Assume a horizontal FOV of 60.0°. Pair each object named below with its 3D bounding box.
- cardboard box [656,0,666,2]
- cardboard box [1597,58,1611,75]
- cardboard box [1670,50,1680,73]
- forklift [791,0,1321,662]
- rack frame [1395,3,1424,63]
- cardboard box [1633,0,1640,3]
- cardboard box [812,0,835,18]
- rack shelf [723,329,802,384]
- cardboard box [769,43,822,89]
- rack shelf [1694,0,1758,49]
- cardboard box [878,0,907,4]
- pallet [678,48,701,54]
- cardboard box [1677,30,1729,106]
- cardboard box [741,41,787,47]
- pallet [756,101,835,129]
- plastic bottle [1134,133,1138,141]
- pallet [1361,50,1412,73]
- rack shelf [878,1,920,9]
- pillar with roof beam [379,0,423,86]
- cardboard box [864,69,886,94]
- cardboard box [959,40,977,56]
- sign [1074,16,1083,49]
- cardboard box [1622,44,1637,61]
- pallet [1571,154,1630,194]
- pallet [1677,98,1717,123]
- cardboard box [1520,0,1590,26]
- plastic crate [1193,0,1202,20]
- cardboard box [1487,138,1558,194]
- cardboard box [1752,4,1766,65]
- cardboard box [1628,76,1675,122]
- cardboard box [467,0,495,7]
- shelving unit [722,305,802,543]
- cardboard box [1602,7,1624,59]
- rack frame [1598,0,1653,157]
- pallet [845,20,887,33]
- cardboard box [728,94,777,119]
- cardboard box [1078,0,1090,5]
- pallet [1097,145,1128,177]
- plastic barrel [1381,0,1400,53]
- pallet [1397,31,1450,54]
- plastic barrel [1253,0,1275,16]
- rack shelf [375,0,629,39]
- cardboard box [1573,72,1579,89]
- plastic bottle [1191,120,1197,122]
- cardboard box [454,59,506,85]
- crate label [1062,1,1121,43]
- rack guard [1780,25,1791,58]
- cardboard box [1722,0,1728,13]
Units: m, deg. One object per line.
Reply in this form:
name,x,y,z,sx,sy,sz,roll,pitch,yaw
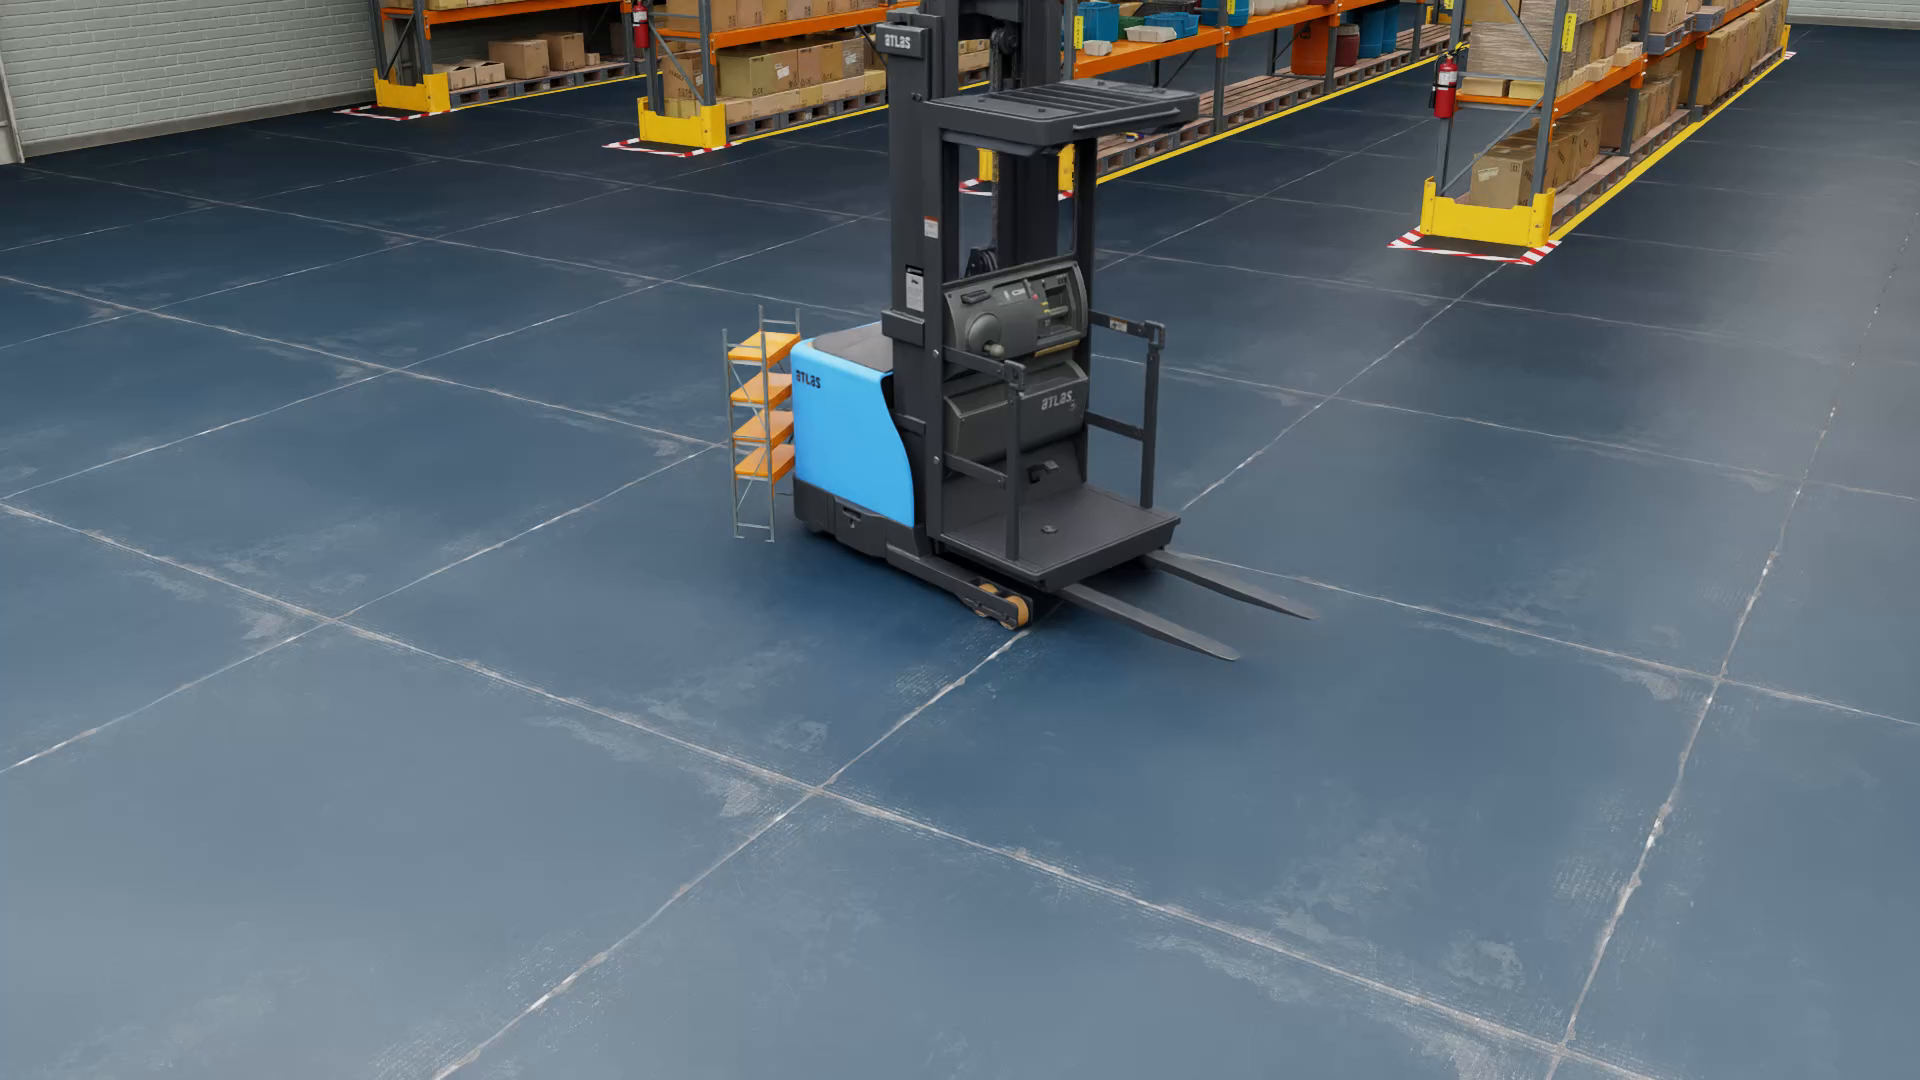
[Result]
cardboard box,-4.659,-8.698,27.216,0.500,0.250,0.500,13,27,27
cardboard box,6.424,-4.855,17.006,0.380,0.149,0.250,14,27,29
cardboard box,8.873,-6.124,21.270,0.500,0.250,0.500,15,28,31
forklift,0.435,-1.131,8.172,1.130,2.935,3.031,-20,31,-39
rack frame,7.103,-9.346,27.063,1.000,3.000,0.127,14,27,29
cardboard box,6.825,-5.871,17.276,0.500,0.500,0.500,14,27,29
cardboard box,-2.092,-7.232,22.054,0.700,0.500,0.500,14,27,30
rack shelf,-1.071,-1.006,9.074,0.258,0.148,0.480,7,24,15
cardboard box,-2.168,-6.250,21.900,0.500,0.500,0.500,14,27,29
rack shelf,10.256,-7.303,23.249,1.077,0.370,4.000,14,27,29
cardboard box,-1.100,-7.792,23.661,0.500,0.250,0.500,16,28,32
pallet,-4.481,-8.119,27.738,1.003,0.211,1.213,14,27,29
cardboard box,9.583,-6.404,22.413,1.225,0.875,0.875,12,26,27
cardboard box,-2.623,-6.362,22.160,0.500,0.500,0.500,14,27,29
pallet,-2.421,-5.732,22.226,1.003,0.211,1.213,14,27,29
plastic bottle,2.049,-4.795,19.519,0.097,0.201,0.097,0,23,0
pallet,6.661,-7.815,27.036,1.003,0.211,1.213,14,27,29
rack shelf,-0.268,-8.030,24.929,1.077,0.370,4.000,14,27,29
pillar with roof beam,-4.352,-9.640,20.192,9.100,9.000,0.400,14,27,29
cardboard box,-1.382,-6.414,23.222,0.500,0.250,0.500,14,27,29
cardboard box,-0.083,-7.480,24.979,0.500,0.311,0.500,15,27,30
sign,1.238,-5.306,17.383,0.100,0.325,0.005,14,27,29
cardboard box,7.087,-5.276,17.978,0.380,0.149,0.250,14,27,29
pallet,6.767,-4.094,18.441,1.003,0.211,1.213,14,27,29
pallet,9.681,-5.929,22.679,1.003,0.211,1.213,14,27,29
cardboard box,5.503,-5.028,15.329,0.500,0.500,0.500,14,27,29
plastic crate,2.879,-6.903,21.339,0.402,0.464,0.583,14,27,29
cardboard box,5.611,-3.720,16.684,0.500,0.500,0.500,-20,31,-39
cardboard box,11.727,-7.732,25.480,0.875,0.875,0.875,14,27,29
cardboard box,8.583,-5.592,20.985,0.700,0.500,0.500,11,26,25
cardboard box,-6.854,-7.589,23.167,0.500,0.250,0.500,13,27,27
shelving unit,-1.071,-0.645,9.230,0.258,1.200,0.503,7,24,15
cardboard box,6.329,-5.300,17.217,0.875,0.500,0.500,14,27,29
rack frame,7.091,-5.608,18.428,1.000,3.000,0.127,14,27,29
pallet,-1.656,-9.866,31.775,1.003,0.211,1.213,14,27,29
cardboard box,-2.700,-5.570,21.273,0.500,0.250,0.500,14,27,29
cardboard box,1.907,-9.334,28.685,0.500,0.250,0.500,14,27,29
pallet,1.207,-4.325,18.974,1.003,0.211,1.213,14,27,29
plastic barrel,6.802,-8.396,26.981,0.600,0.901,0.708,14,27,29
pallet,8.101,-8.736,29.164,1.003,0.211,1.213,14,27,29
plastic barrel,3.961,-7.233,22.011,0.433,0.535,0.433,0,23,0
rack shelf,-6.588,-7.717,24.205,1.077,0.370,4.000,14,27,29
cardboard box,5.741,-4.439,16.045,0.380,0.149,0.250,14,27,29
plastic bottle,2.910,-5.370,20.743,0.061,0.283,0.133,15,28,32
cardboard box,-6.901,-6.747,23.890,0.500,0.311,0.500,16,28,33
crate label,1.514,-5.990,19.266,0.502,0.435,0.616,14,27,29
rack guard,13.434,-8.519,28.299,1.175,0.500,0.348,14,27,29
cardboard box,9.959,-7.285,22.177,0.500,0.500,0.500,13,27,28
